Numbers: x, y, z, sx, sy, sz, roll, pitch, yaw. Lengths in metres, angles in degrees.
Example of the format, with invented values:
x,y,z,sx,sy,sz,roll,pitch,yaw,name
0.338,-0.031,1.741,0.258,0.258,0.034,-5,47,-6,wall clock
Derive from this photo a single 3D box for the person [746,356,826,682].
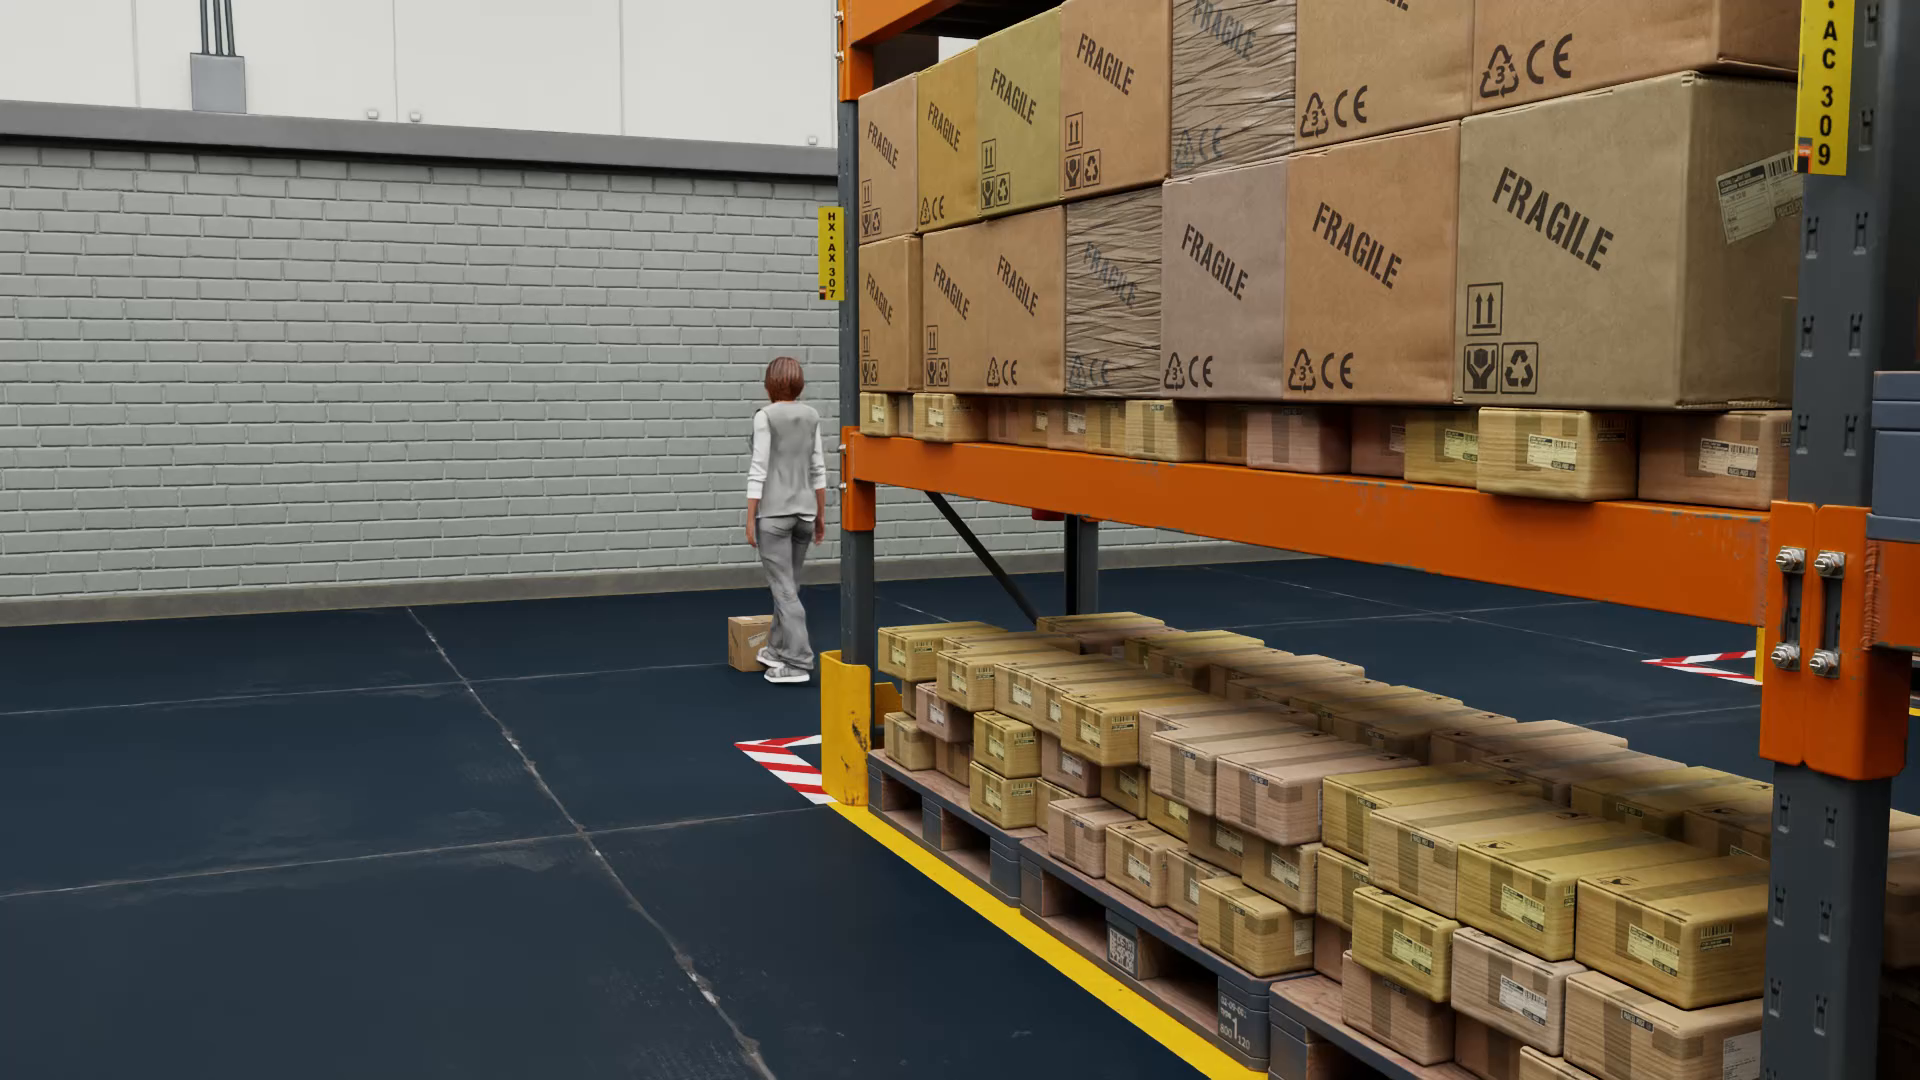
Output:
x,y,z,sx,sy,sz,roll,pitch,yaw,name
-0.943,-0.107,8.219,0.429,1.590,0.640,-5,8,-44,person
